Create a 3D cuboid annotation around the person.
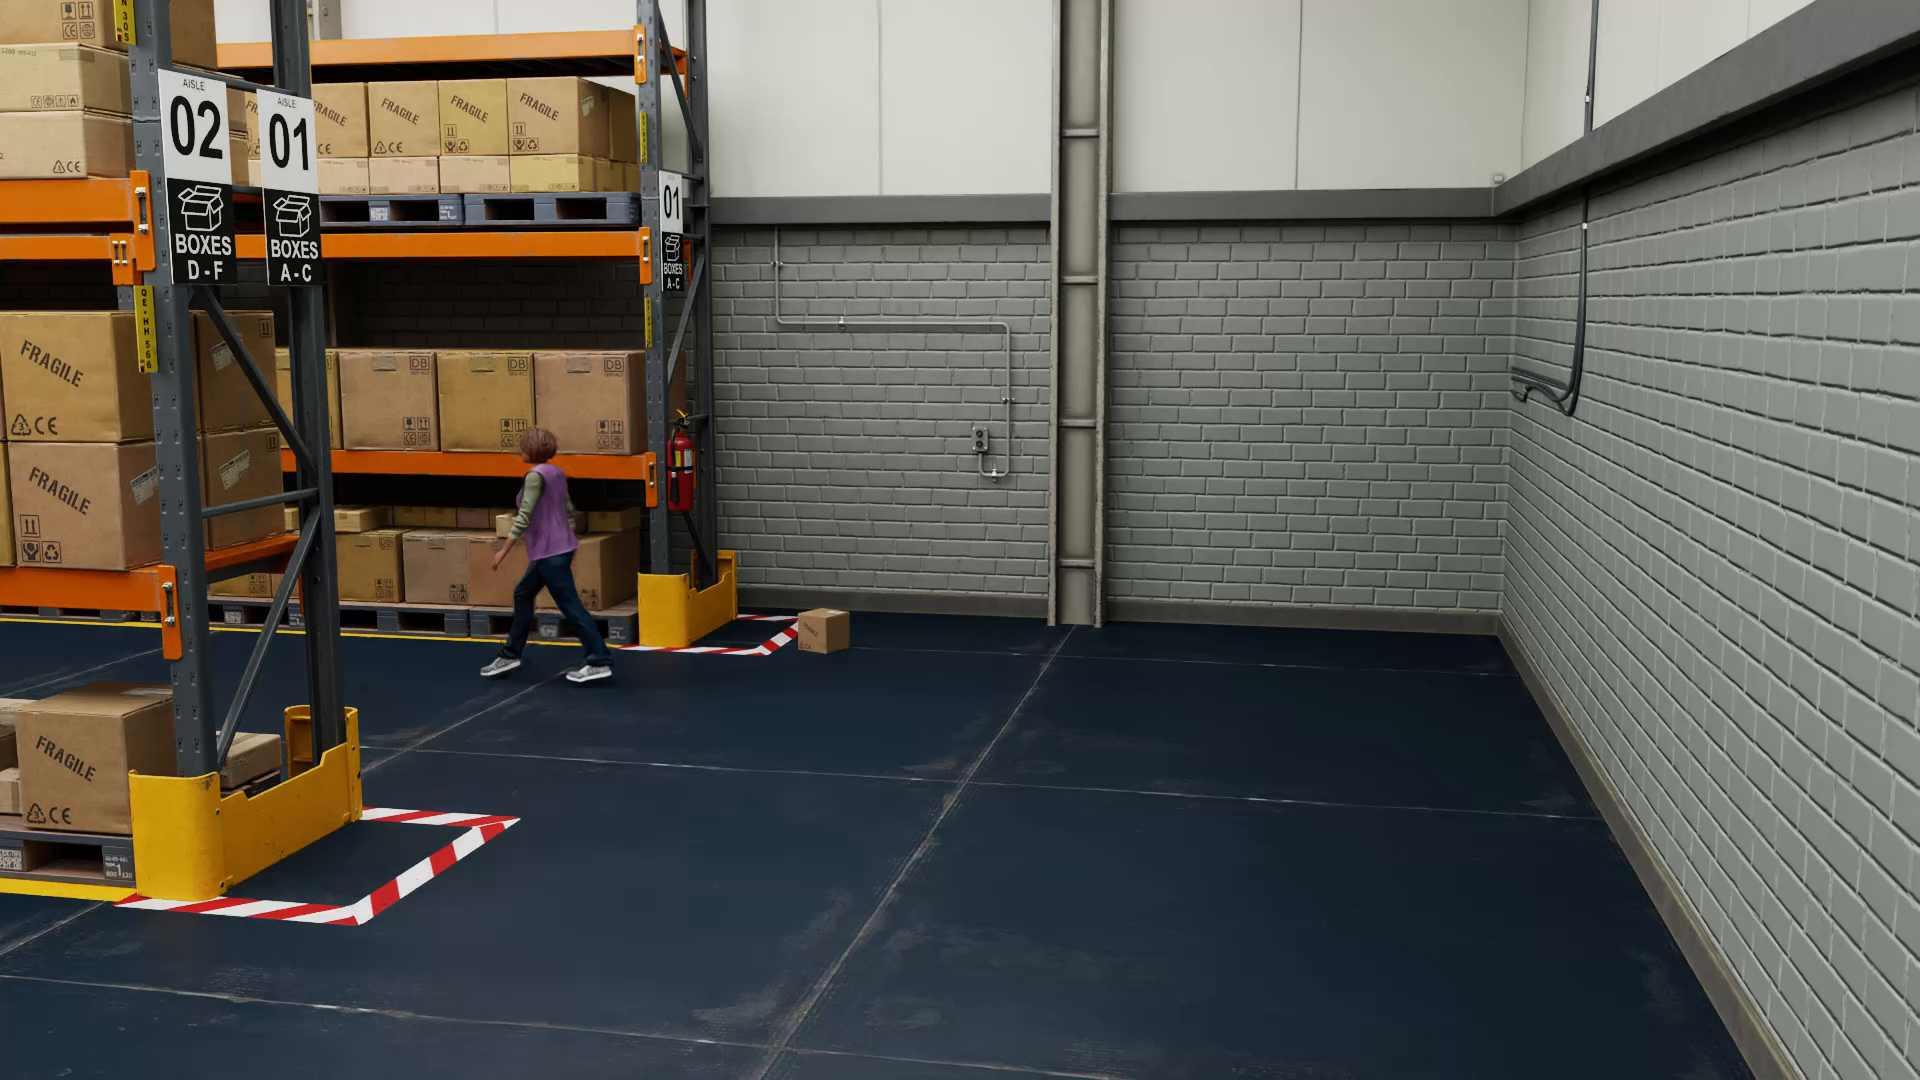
[{"bbox_3d":[-2.566,0.088,10.224,0.894,1.558,0.491,1,8,5],"label":"person"}]
